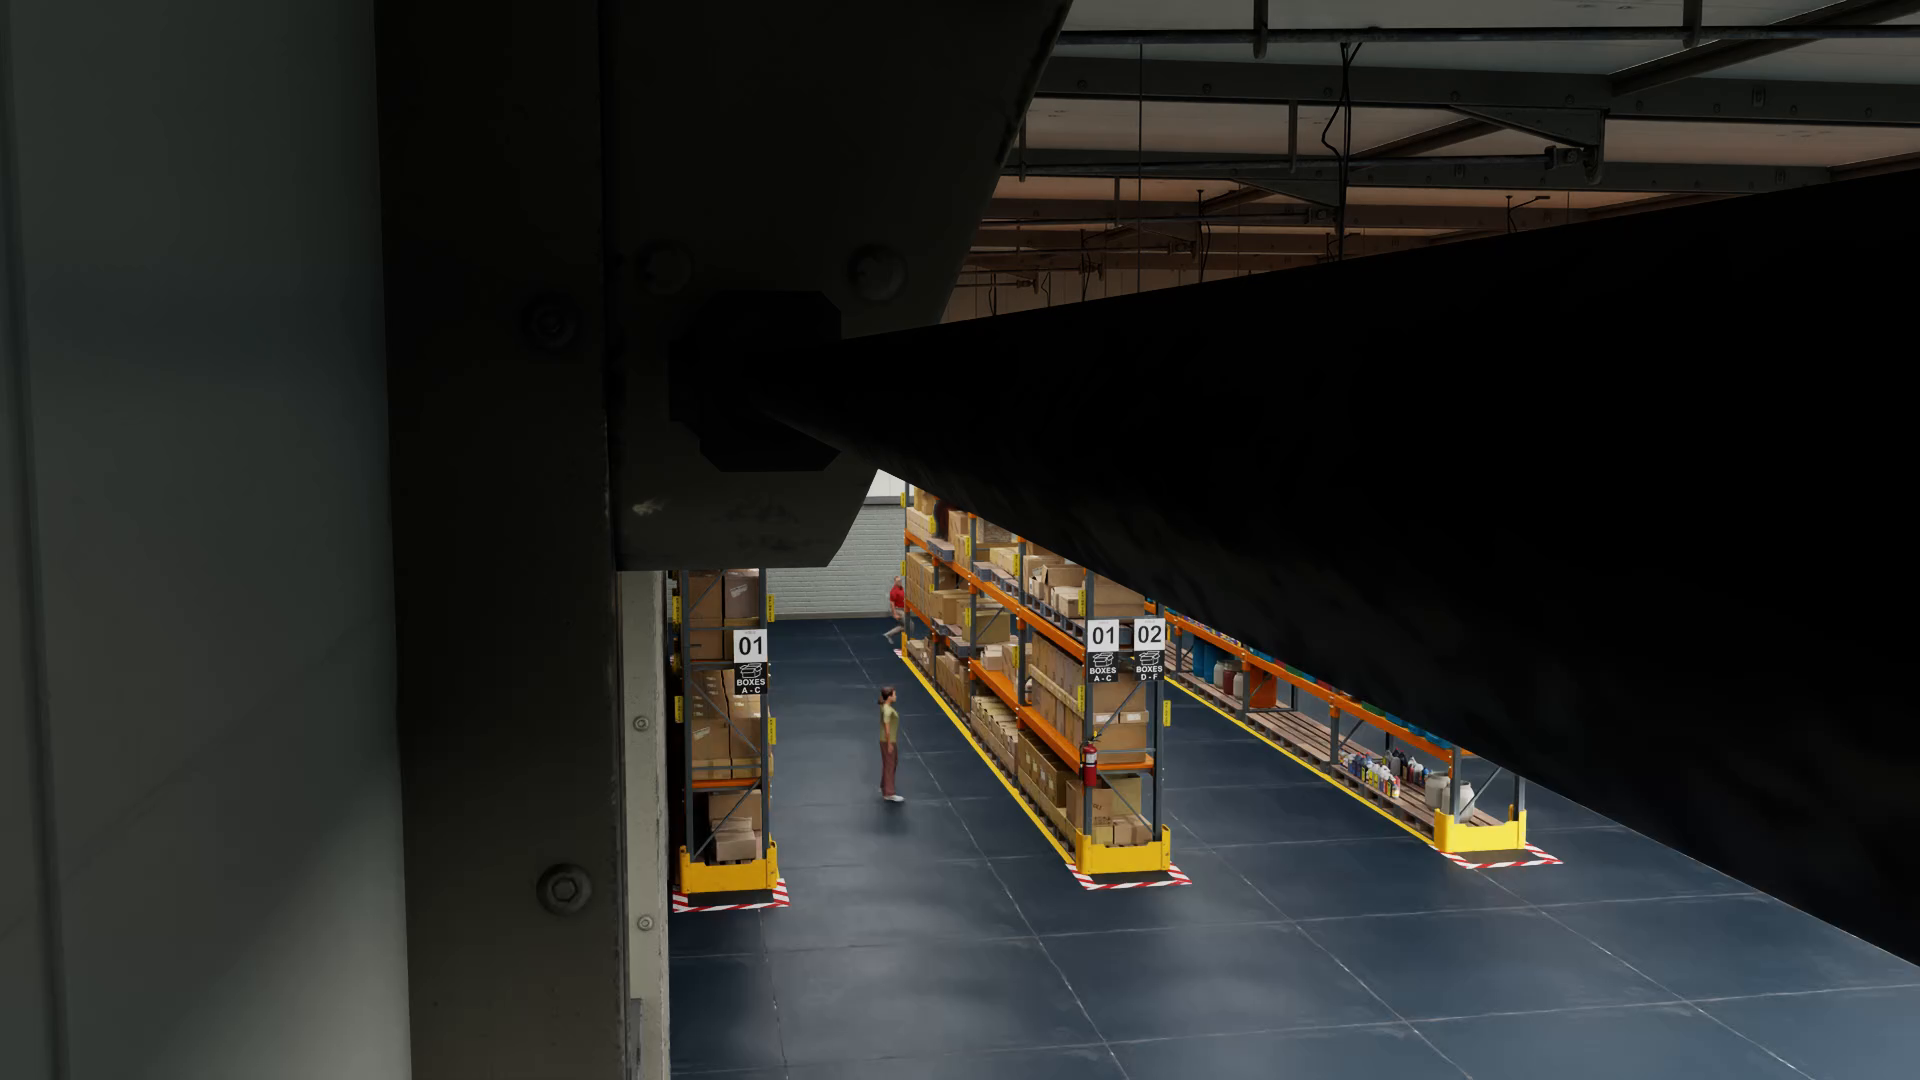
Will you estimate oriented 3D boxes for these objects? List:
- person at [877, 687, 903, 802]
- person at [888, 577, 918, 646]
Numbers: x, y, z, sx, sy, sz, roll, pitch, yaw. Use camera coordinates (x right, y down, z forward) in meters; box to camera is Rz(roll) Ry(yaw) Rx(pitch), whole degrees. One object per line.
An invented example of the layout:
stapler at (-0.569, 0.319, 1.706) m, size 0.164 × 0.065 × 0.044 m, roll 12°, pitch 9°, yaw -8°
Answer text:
person at (-1.029, 3.013, 24.408) m, size 0.384 × 1.738 × 0.524 m, roll 0°, pitch 6°, yaw -3°
person at (-1.264, 1.627, 37.686) m, size 0.768 × 1.615 × 0.589 m, roll 1°, pitch 6°, yaw 6°
